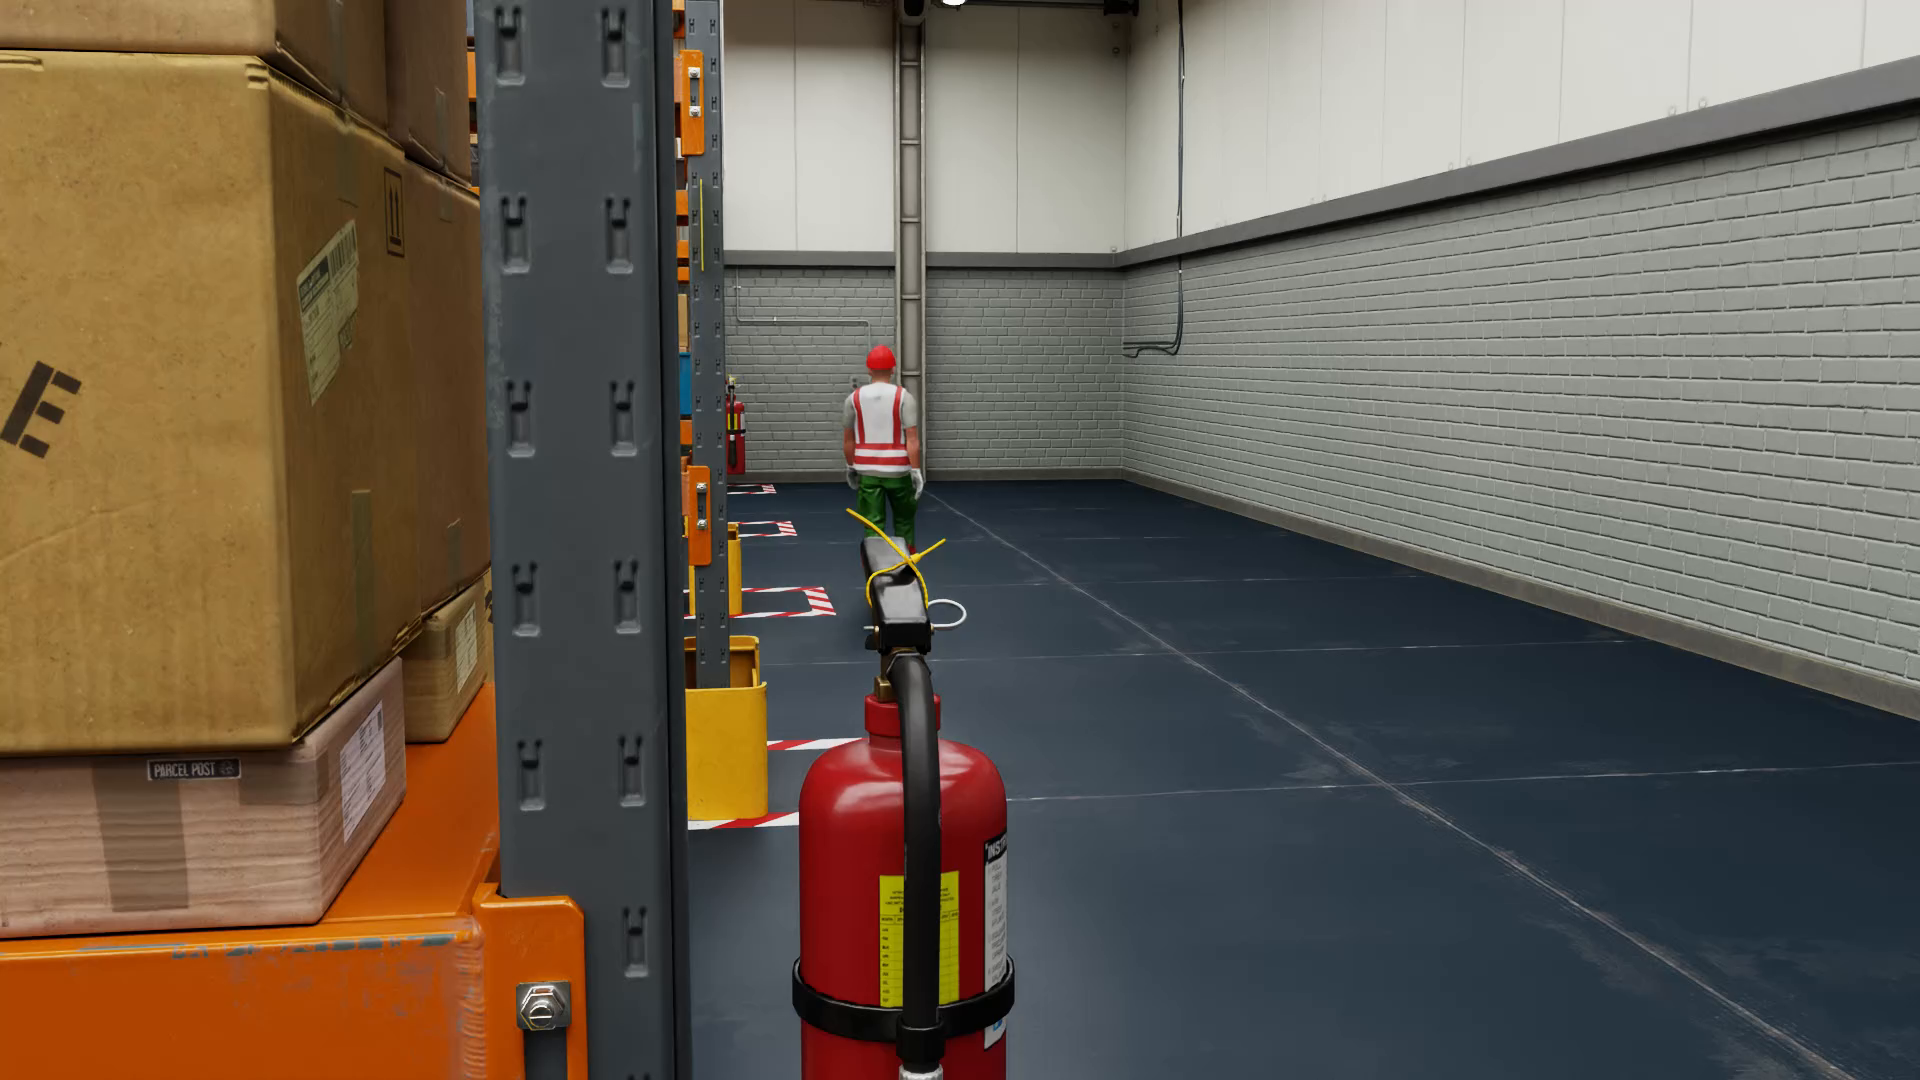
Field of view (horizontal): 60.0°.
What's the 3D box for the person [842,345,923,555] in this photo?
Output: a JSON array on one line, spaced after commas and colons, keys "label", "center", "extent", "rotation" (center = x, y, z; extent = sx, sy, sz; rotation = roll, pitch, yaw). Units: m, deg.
[{"label": "person", "center": [-0.527, -0.459, 11.690], "extent": [0.579, 1.811, 0.765], "rotation": [0, 6, 4]}]
